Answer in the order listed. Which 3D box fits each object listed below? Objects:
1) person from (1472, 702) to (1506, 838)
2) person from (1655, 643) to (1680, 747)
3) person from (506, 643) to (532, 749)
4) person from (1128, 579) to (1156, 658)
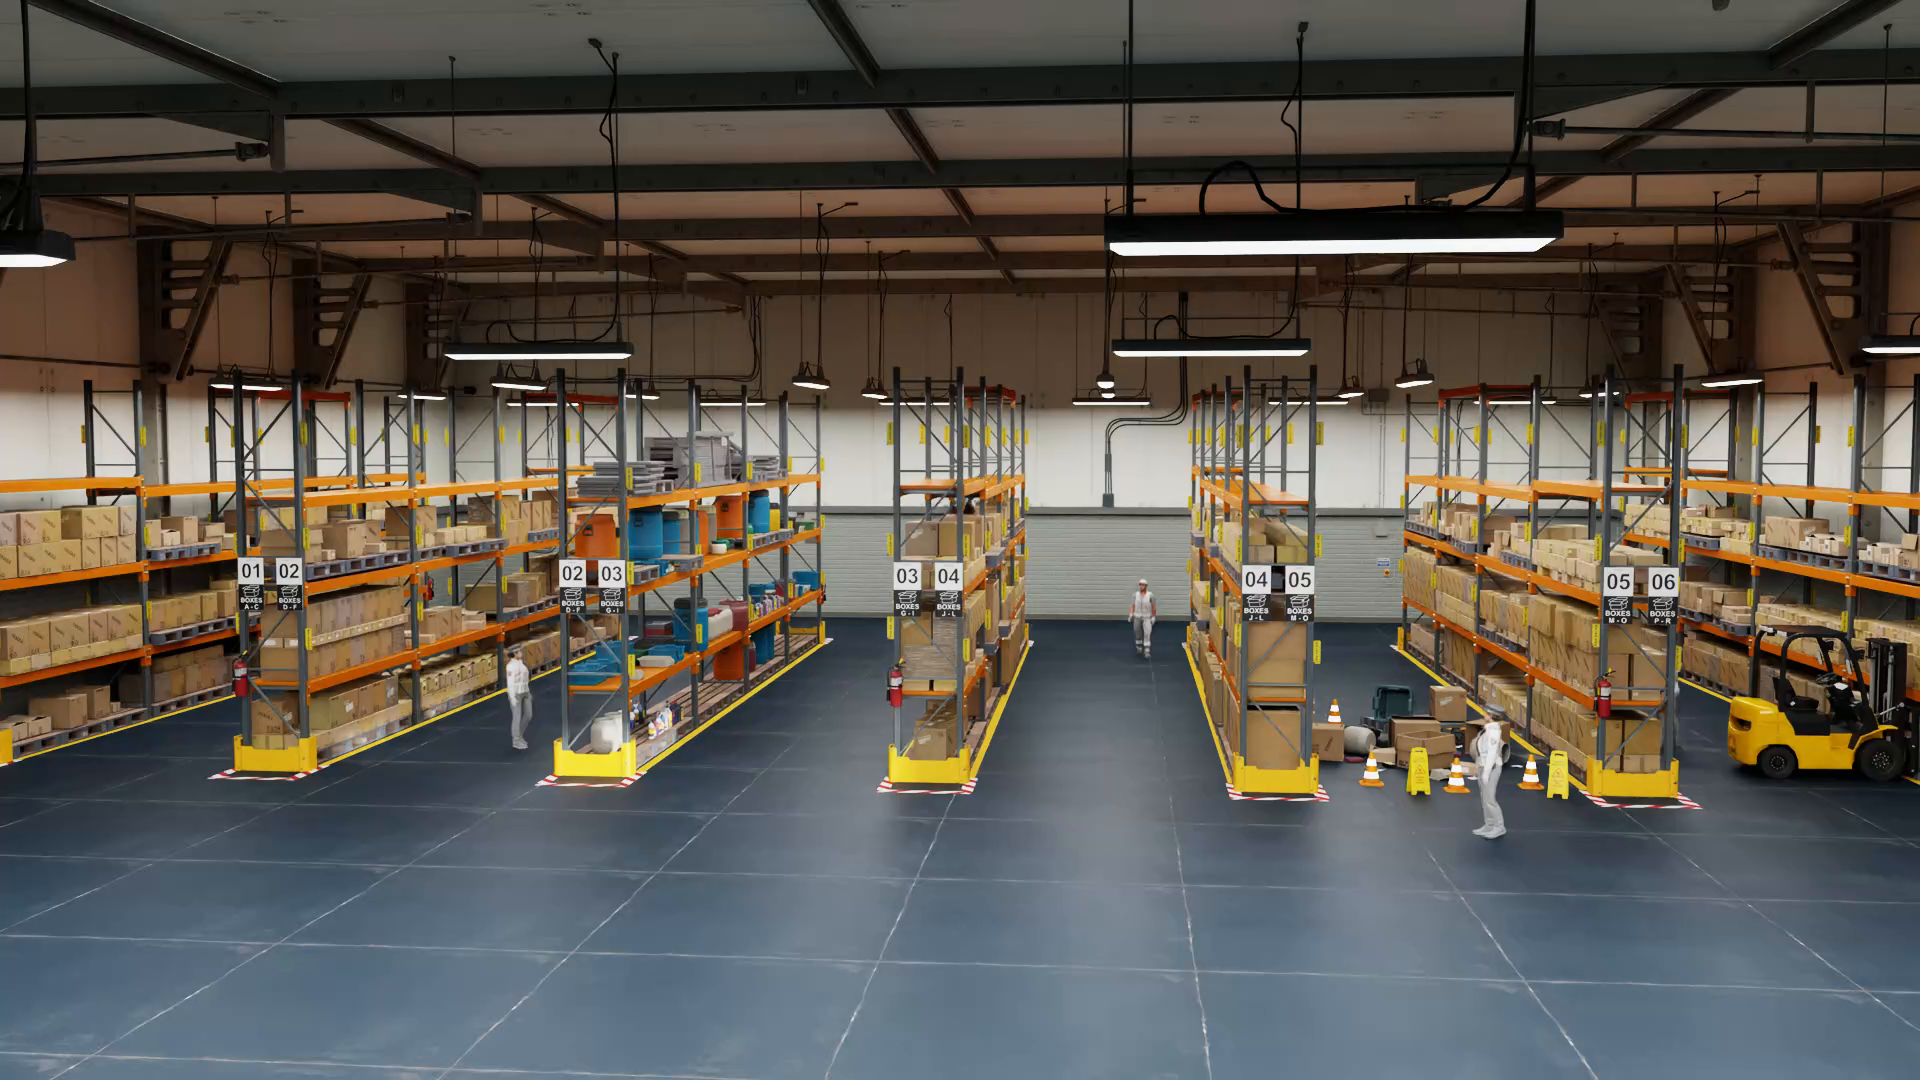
[{"bbox_3d":[6.603,2.870,20.826,0.396,1.700,0.526,0,4,-4],"label":"person"},{"bbox_3d":[11.405,2.501,26.870,0.531,1.697,0.352,-2,4,-30],"label":"person"},{"bbox_3d":[-7.122,2.505,26.836,0.458,1.698,0.543,1,4,20],"label":"person"},{"bbox_3d":[4.139,1.766,37.763,0.631,1.742,0.975,0,4,4],"label":"person"}]
